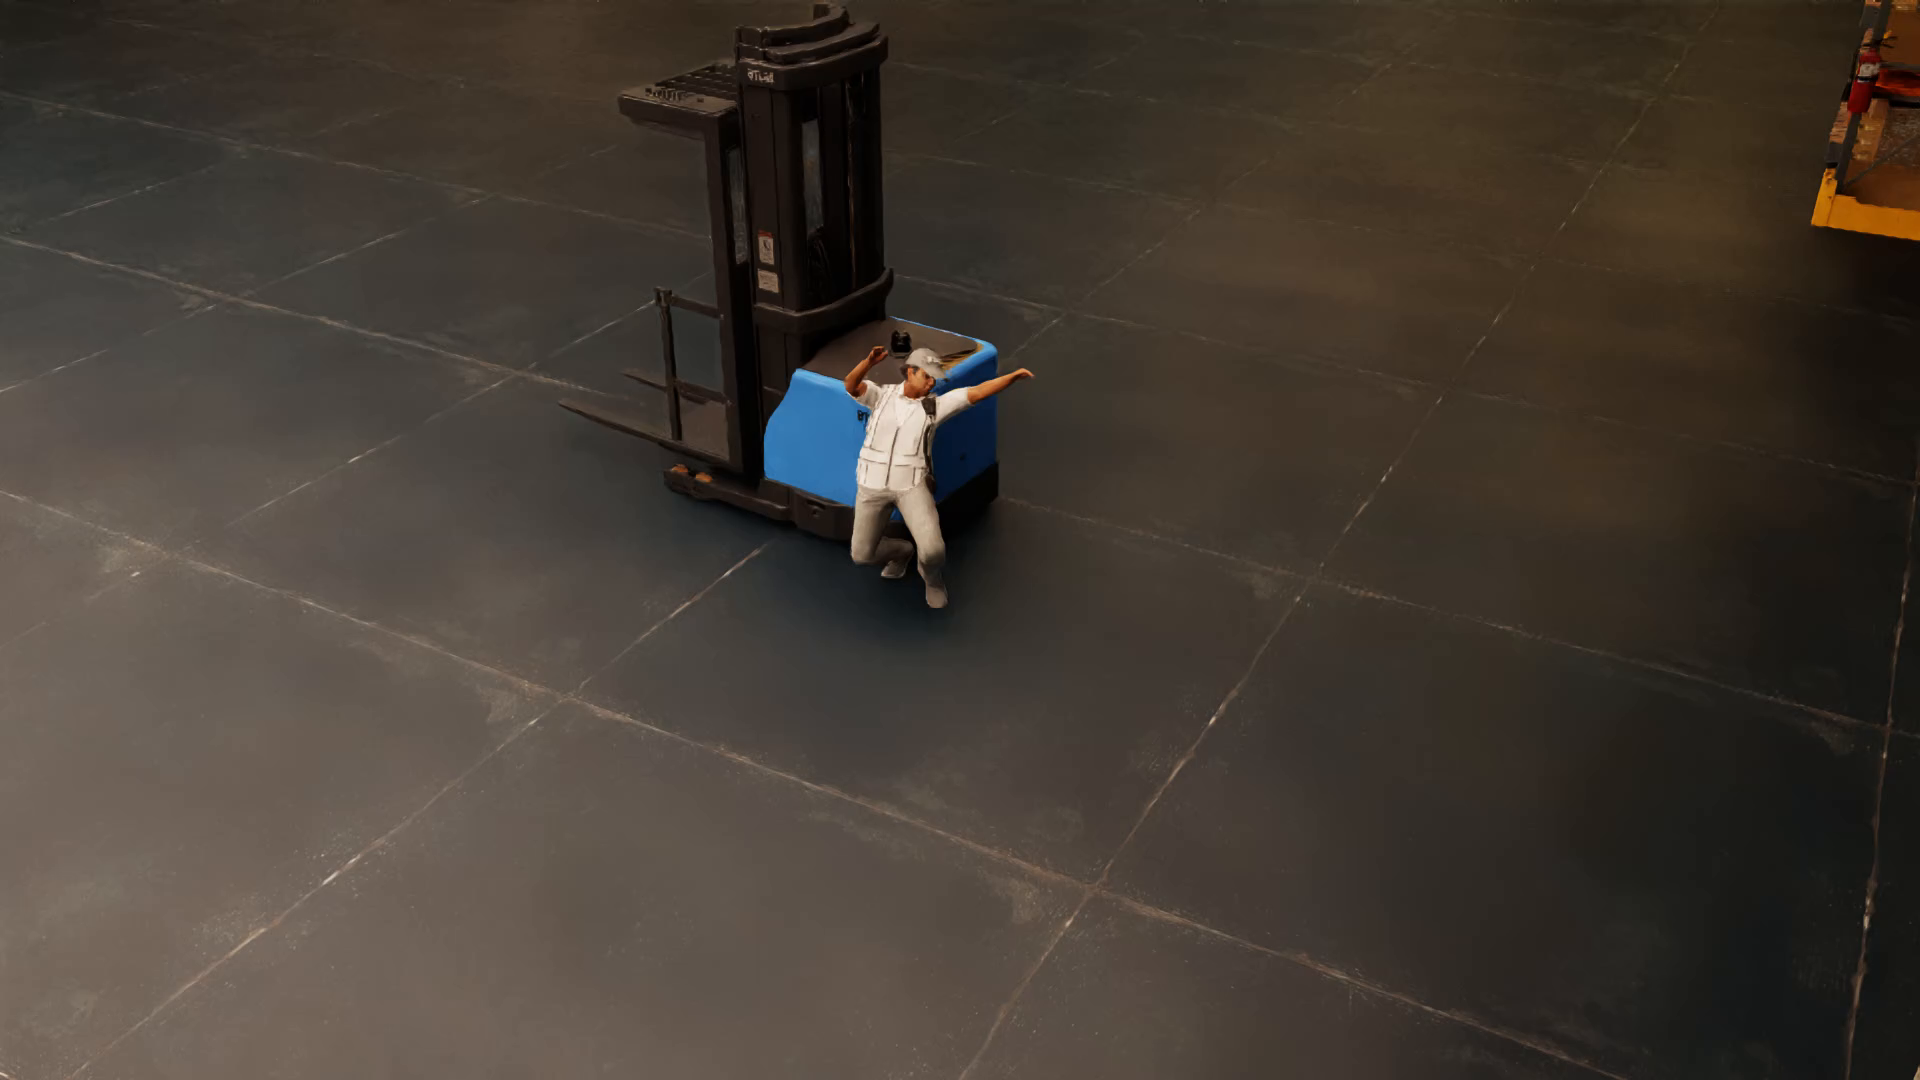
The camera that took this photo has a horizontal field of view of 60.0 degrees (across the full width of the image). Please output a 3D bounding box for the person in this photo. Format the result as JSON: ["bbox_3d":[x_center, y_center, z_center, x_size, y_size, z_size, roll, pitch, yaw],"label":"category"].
[{"bbox_3d":[-0.136,-0.356,9.093,1.012,1.576,0.777,7,31,12],"label":"person"}]

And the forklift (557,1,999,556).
[{"bbox_3d":[-1.268,-1.720,10.051,3.031,2.935,1.130,19,35,29],"label":"forklift"}]
